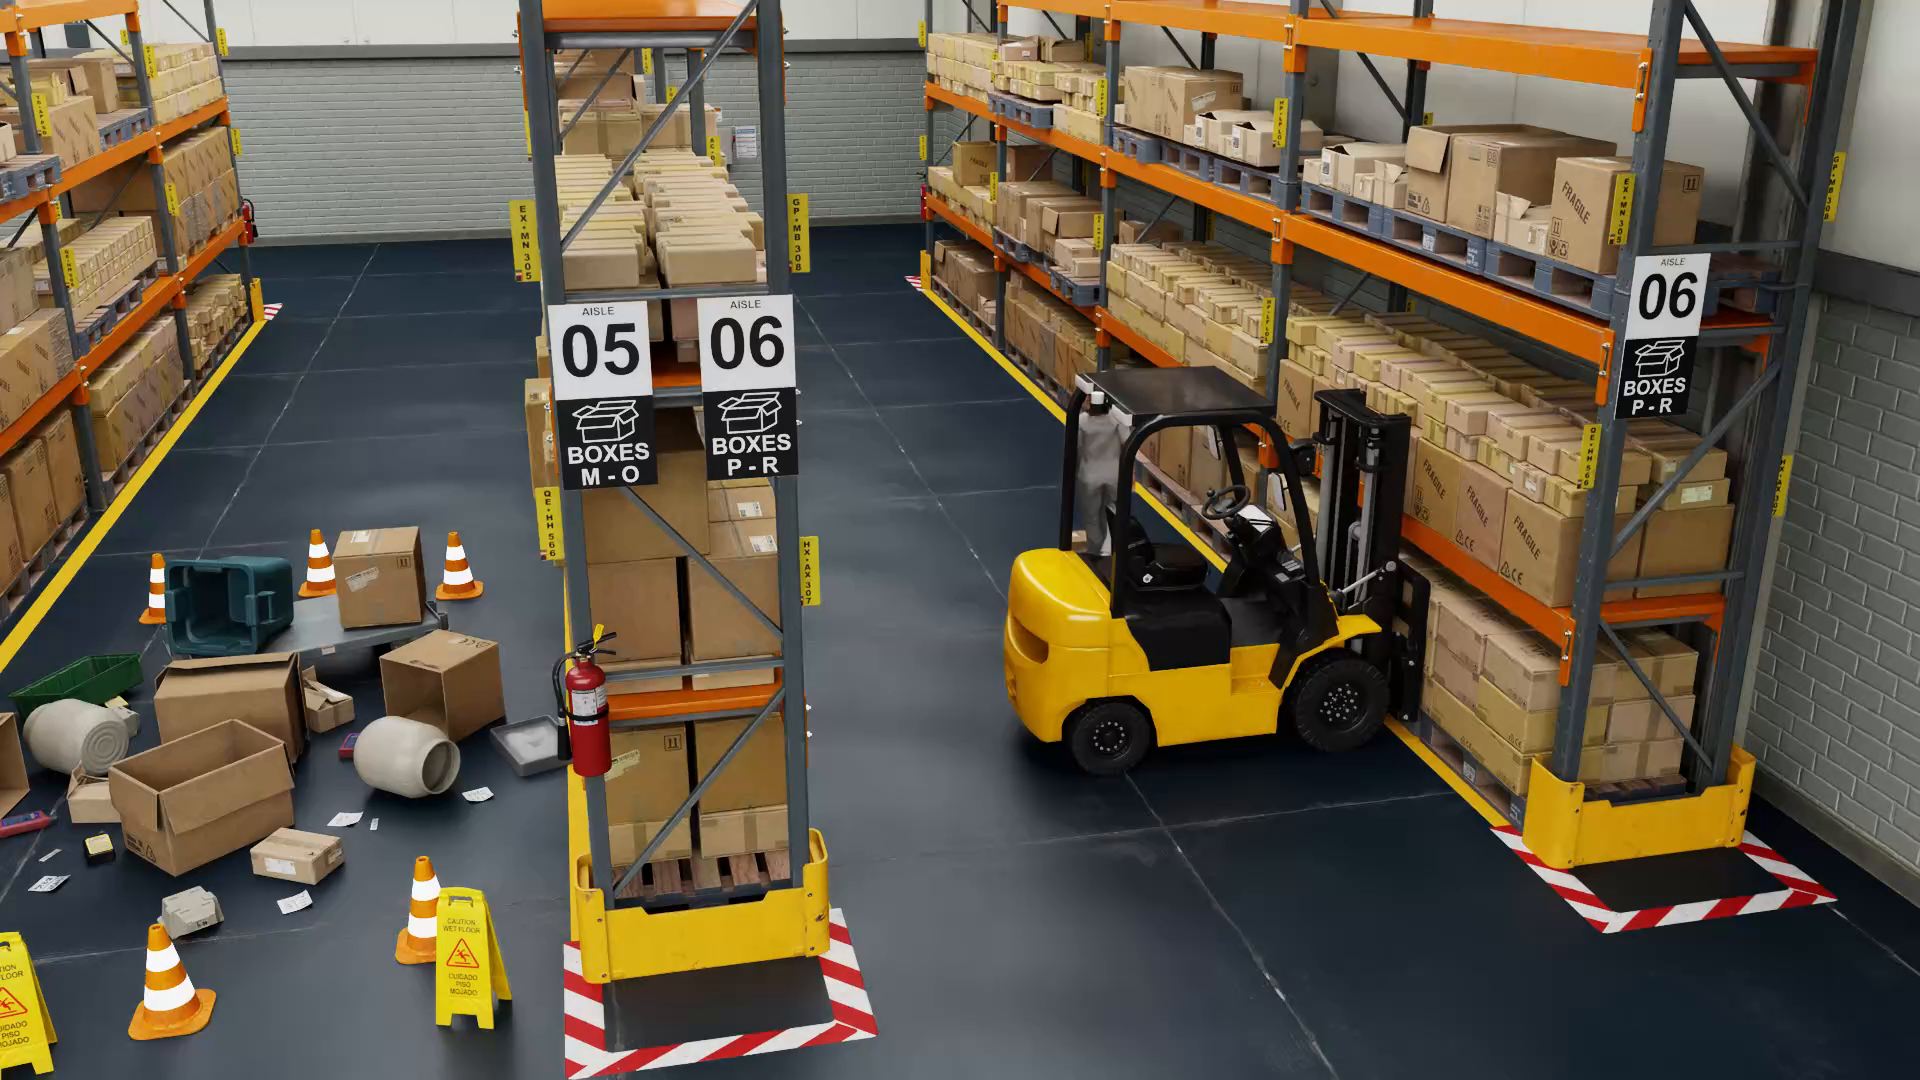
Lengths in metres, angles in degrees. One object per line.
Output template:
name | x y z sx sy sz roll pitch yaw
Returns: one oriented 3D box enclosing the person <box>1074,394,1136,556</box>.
person | 1.047 -0.466 12.359 0.515 1.654 0.684 1 20 2
